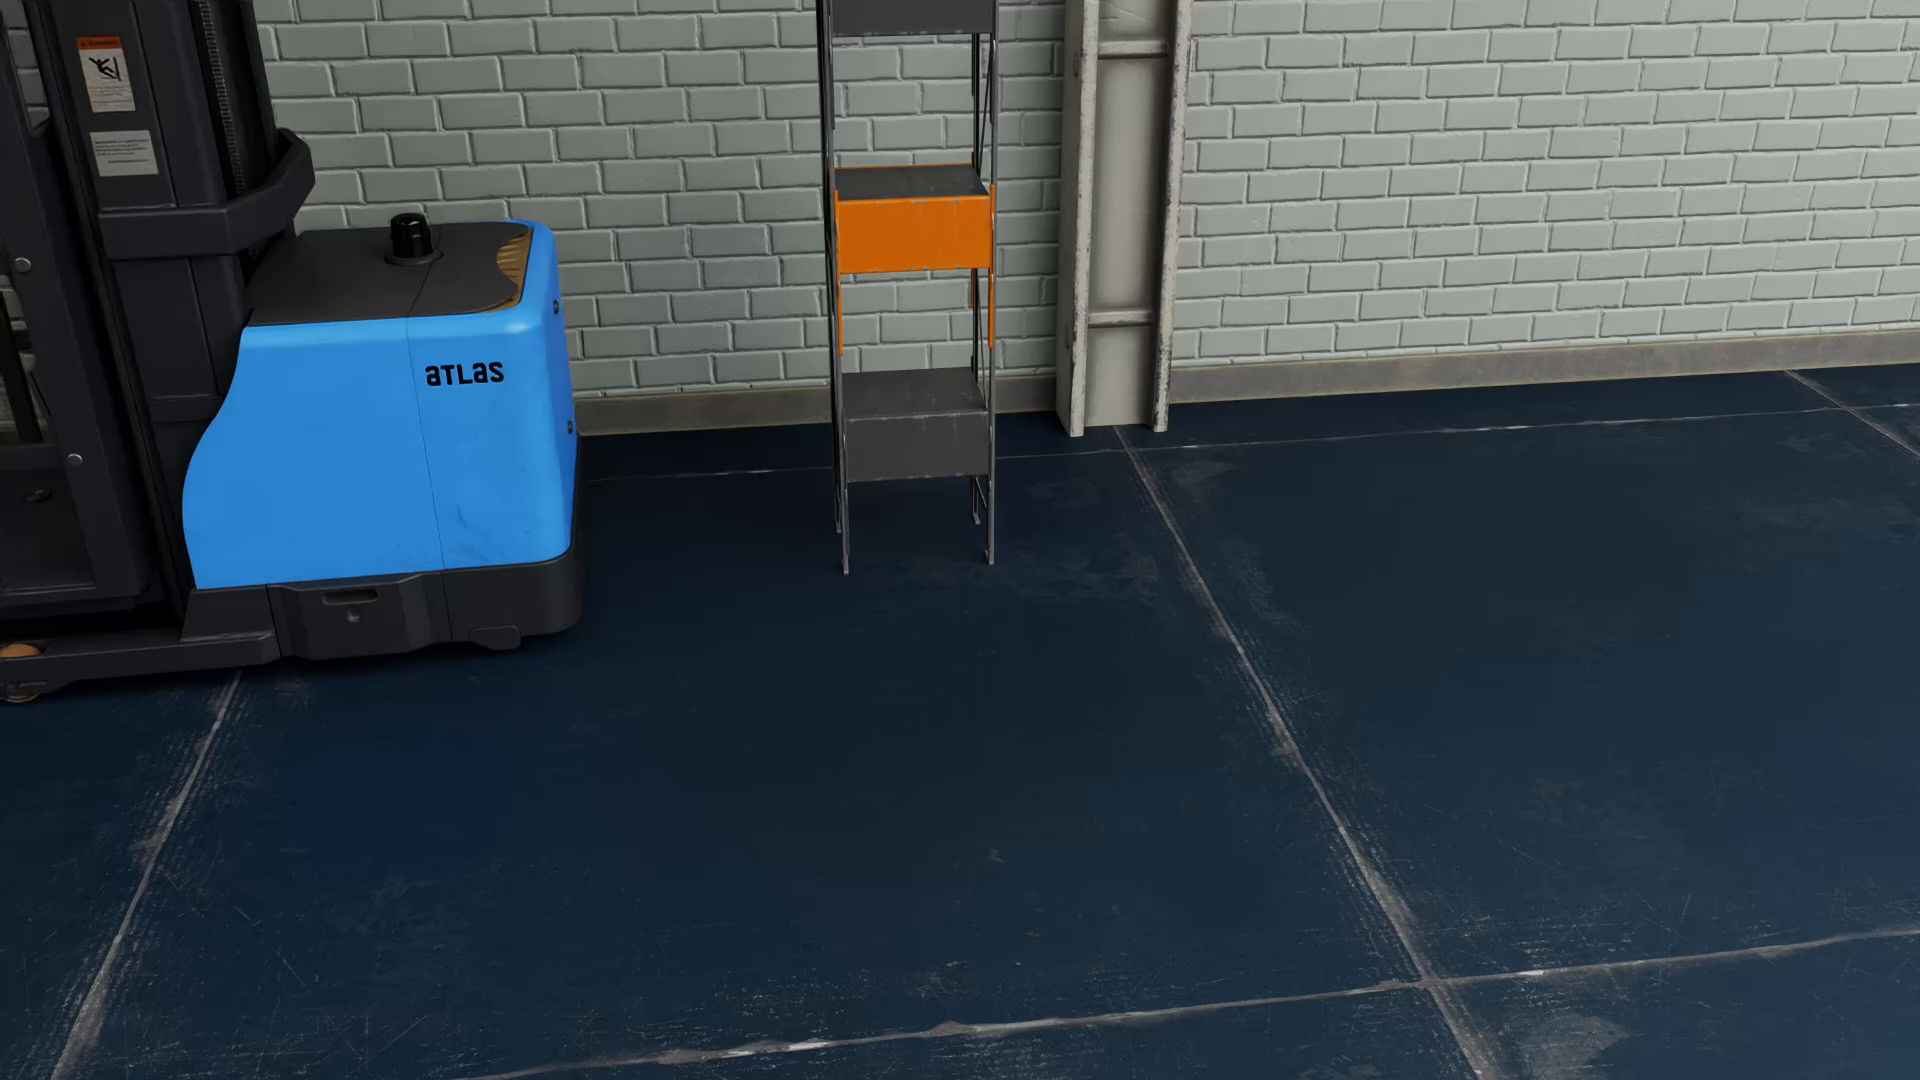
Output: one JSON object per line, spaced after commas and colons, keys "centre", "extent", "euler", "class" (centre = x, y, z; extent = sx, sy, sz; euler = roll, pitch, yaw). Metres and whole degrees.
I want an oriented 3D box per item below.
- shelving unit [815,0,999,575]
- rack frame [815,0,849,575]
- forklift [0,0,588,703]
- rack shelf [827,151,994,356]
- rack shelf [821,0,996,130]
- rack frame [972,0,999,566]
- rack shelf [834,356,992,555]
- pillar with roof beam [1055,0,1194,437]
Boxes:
{"centre": [-0.164, -0.924, 5.250], "extent": [0.503, 2.100, 0.431], "euler": [-4, 27, -7], "class": "shelving unit"}
{"centre": [-0.406, -0.908, 5.220], "extent": [0.015, 2.100, 0.400], "euler": [-4, 27, -7], "class": "rack frame"}
{"centre": [-2.734, -1.078, 4.640], "extent": [3.031, 2.935, 1.130], "euler": [-5, 28, -9], "class": "forklift"}
{"centre": [-0.164, -0.912, 5.256], "extent": [0.480, 0.518, 0.431], "euler": [-4, 27, -7], "class": "rack shelf"}
{"centre": [-0.164, -1.534, 4.937], "extent": [0.480, 0.518, 0.431], "euler": [-4, 27, -7], "class": "rack shelf"}
{"centre": [0.078, -0.939, 5.280], "extent": [0.015, 2.100, 0.400], "euler": [-4, 27, -7], "class": "rack frame"}
{"centre": [-0.164, -0.289, 5.576], "extent": [0.480, 0.518, 0.431], "euler": [-4, 27, -7], "class": "rack shelf"}
{"centre": [1.204, -2.547, 0.856], "extent": [0.400, 9.000, 9.100], "euler": [-4, 27, -7], "class": "pillar with roof beam"}
